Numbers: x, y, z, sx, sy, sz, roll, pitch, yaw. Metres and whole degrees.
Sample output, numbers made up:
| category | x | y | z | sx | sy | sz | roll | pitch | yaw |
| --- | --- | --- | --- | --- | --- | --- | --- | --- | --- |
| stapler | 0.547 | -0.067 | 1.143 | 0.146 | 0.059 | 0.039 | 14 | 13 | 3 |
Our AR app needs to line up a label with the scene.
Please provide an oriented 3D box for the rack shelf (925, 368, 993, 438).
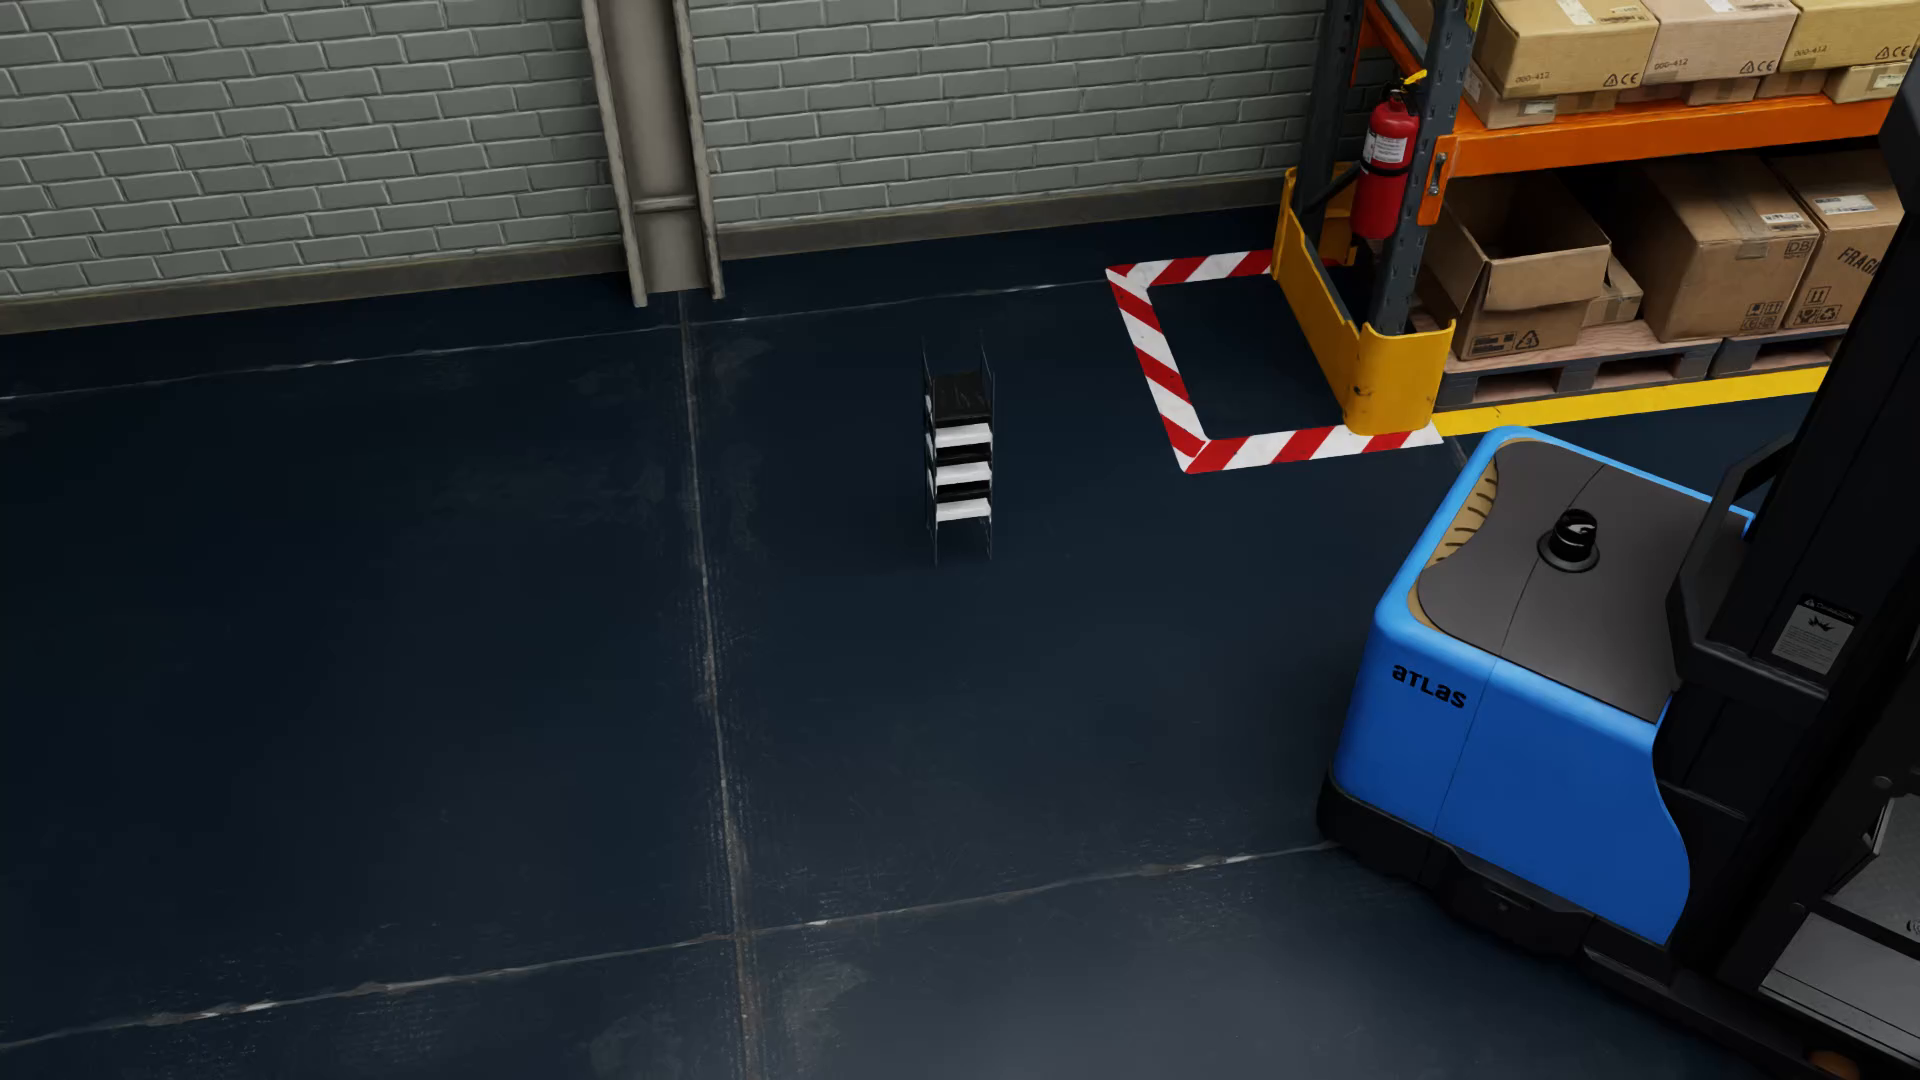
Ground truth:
| category | x | y | z | sx | sy | sz | roll | pitch | yaw |
| --- | --- | --- | --- | --- | --- | --- | --- | --- | --- |
| rack shelf | -0.008 | -0.475 | 5.755 | 0.200 | 0.077 | 0.258 | -7 | 46 | -7 |

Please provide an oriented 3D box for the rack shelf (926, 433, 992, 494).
| category | x | y | z | sx | sy | sz | roll | pitch | yaw |
| --- | --- | --- | --- | --- | --- | --- | --- | --- | --- |
| rack shelf | -0.008 | -0.288 | 5.949 | 0.200 | 0.077 | 0.258 | -7 | 46 | -7 |

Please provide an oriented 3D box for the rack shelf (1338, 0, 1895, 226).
| category | x | y | z | sx | sy | sz | roll | pitch | yaw |
| --- | --- | --- | --- | --- | --- | --- | --- | --- | --- |
| rack shelf | 3.534 | -1.871 | 6.470 | 4.000 | 0.370 | 1.077 | -7 | 46 | -7 |

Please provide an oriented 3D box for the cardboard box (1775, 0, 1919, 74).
| category | x | y | z | sx | sy | sz | roll | pitch | yaw |
| --- | --- | --- | --- | --- | --- | --- | --- | --- | --- |
| cardboard box | 3.052 | -1.918 | 5.912 | 0.500 | 0.250 | 0.500 | -8 | 47 | -8 |

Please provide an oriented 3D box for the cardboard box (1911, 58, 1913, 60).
| category | x | y | z | sx | sy | sz | roll | pitch | yaw |
| --- | --- | --- | --- | --- | --- | --- | --- | --- | --- |
| cardboard box | 3.468 | -1.804 | 6.079 | 0.250 | 0.149 | 0.380 | -6 | 46 | -6 |

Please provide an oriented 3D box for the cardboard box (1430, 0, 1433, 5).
| category | x | y | z | sx | sy | sz | roll | pitch | yaw |
| --- | --- | --- | --- | --- | --- | --- | --- | --- | --- |
| cardboard box | 1.971 | -2.172 | 6.157 | 0.500 | 0.250 | 0.500 | -6 | 46 | -6 |

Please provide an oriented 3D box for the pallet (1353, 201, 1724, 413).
| category | x | y | z | sx | sy | sz | roll | pitch | yaw |
| --- | --- | --- | --- | --- | --- | --- | --- | --- | --- |
| pallet | 2.424 | -1.016 | 7.082 | 1.213 | 0.211 | 1.003 | -7 | 46 | -7 |

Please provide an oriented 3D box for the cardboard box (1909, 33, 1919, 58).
| category | x | y | z | sx | sy | sz | roll | pitch | yaw |
| --- | --- | --- | --- | --- | --- | --- | --- | --- | --- |
| cardboard box | 3.552 | -1.996 | 5.988 | 0.500 | 0.250 | 0.500 | -8 | 47 | -8 |

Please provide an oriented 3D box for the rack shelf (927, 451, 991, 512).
| category | x | y | z | sx | sy | sz | roll | pitch | yaw |
| --- | --- | --- | --- | --- | --- | --- | --- | --- | --- |
| rack shelf | -0.008 | -0.226 | 6.014 | 0.200 | 0.077 | 0.258 | -7 | 46 | -7 |

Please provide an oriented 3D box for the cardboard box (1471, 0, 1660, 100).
| category | x | y | z | sx | sy | sz | roll | pitch | yaw |
| --- | --- | --- | --- | --- | --- | --- | --- | --- | --- |
| cardboard box | 2.056 | -1.791 | 5.790 | 0.500 | 0.250 | 0.500 | -7 | 46 | -7 |

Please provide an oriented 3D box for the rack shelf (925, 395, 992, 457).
| category | x | y | z | sx | sy | sz | roll | pitch | yaw |
| --- | --- | --- | --- | --- | --- | --- | --- | --- | --- |
| rack shelf | -0.008 | -0.413 | 5.819 | 0.200 | 0.077 | 0.258 | -7 | 46 | -7 |

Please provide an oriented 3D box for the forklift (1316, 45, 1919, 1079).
| category | x | y | z | sx | sy | sz | roll | pitch | yaw |
| --- | --- | --- | --- | --- | --- | --- | --- | --- | --- |
| forklift | 2.650 | 0.218 | 4.005 | 3.031 | 2.935 | 1.130 | 25 | 51 | 22 |

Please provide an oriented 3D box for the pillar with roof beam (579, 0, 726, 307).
| category | x | y | z | sx | sy | sz | roll | pitch | yaw |
| --- | --- | --- | --- | --- | --- | --- | --- | --- | --- |
| pillar with roof beam | -0.513 | -1.211 | 1.168 | 0.400 | 9.000 | 9.100 | -7 | 46 | -7 |

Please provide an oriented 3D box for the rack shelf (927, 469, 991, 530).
| category | x | y | z | sx | sy | sz | roll | pitch | yaw |
| --- | --- | --- | --- | --- | --- | --- | --- | --- | --- |
| rack shelf | -0.008 | -0.163 | 6.079 | 0.200 | 0.077 | 0.258 | -7 | 46 | -7 |

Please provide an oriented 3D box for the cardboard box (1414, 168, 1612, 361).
| category | x | y | z | sx | sy | sz | roll | pitch | yaw |
| --- | --- | --- | --- | --- | --- | --- | --- | --- | --- |
| cardboard box | 2.182 | -1.163 | 6.729 | 0.637 | 0.503 | 0.797 | -9 | 47 | -8 |

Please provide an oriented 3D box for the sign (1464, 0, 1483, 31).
| category | x | y | z | sx | sy | sz | roll | pitch | yaw |
| --- | --- | --- | --- | --- | --- | --- | --- | --- | --- |
| sign | 1.656 | -1.791 | 5.291 | 0.005 | 0.325 | 0.100 | -7 | 46 | -7 |

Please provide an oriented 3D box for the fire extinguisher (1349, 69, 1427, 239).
| category | x | y | z | sx | sy | sz | roll | pitch | yaw |
| --- | --- | --- | --- | --- | --- | --- | --- | --- | --- |
| fire extinguisher | 1.497 | -1.373 | 5.803 | 0.183 | 0.674 | 0.296 | -7 | 46 | -7 |

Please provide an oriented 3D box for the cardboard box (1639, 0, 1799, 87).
| category | x | y | z | sx | sy | sz | roll | pitch | yaw |
| --- | --- | --- | --- | --- | --- | --- | --- | --- | --- |
| cardboard box | 2.553 | -1.853 | 5.850 | 0.500 | 0.250 | 0.500 | -7 | 46 | -6 |

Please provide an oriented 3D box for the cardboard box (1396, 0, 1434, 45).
| category | x | y | z | sx | sy | sz | roll | pitch | yaw |
| --- | --- | --- | --- | --- | --- | --- | --- | --- | --- |
| cardboard box | 1.844 | -2.020 | 6.287 | 0.250 | 0.149 | 0.380 | -8 | 47 | -7 |

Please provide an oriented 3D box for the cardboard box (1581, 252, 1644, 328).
| category | x | y | z | sx | sy | sz | roll | pitch | yaw |
| --- | --- | --- | --- | --- | --- | --- | --- | --- | --- |
| cardboard box | 2.607 | -1.065 | 6.881 | 0.250 | 0.149 | 0.380 | -9 | 47 | -8 |

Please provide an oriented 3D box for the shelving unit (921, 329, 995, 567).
| category | x | y | z | sx | sy | sz | roll | pitch | yaw |
| --- | --- | --- | --- | --- | --- | --- | --- | --- | --- |
| shelving unit | -0.008 | -0.311 | 5.925 | 0.210 | 0.900 | 0.258 | -7 | 46 | -7 |

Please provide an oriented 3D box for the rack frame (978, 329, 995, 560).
| category | x | y | z | sx | sy | sz | roll | pitch | yaw |
| --- | --- | --- | --- | --- | --- | --- | --- | --- | --- |
| rack frame | 0.092 | -0.324 | 5.937 | 0.006 | 0.900 | 0.240 | -7 | 46 | -7 |

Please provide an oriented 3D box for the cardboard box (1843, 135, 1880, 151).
| category | x | y | z | sx | sy | sz | roll | pitch | yaw |
| --- | --- | --- | --- | --- | --- | --- | --- | --- | --- |
| cardboard box | 4.054 | -1.367 | 6.928 | 0.500 | 0.500 | 0.700 | -9 | 47 | -8 |

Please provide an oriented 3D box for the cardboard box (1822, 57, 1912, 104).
| category | x | y | z | sx | sy | sz | roll | pitch | yaw |
| --- | --- | --- | --- | --- | --- | --- | --- | --- | --- |
| cardboard box | 3.212 | -1.757 | 6.034 | 0.250 | 0.149 | 0.380 | -8 | 47 | -8 |

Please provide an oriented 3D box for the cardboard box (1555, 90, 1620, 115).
| category | x | y | z | sx | sy | sz | roll | pitch | yaw |
| --- | --- | --- | --- | --- | --- | --- | --- | --- | --- |
| cardboard box | 2.177 | -1.698 | 5.978 | 0.250 | 0.149 | 0.380 | -6 | 46 | -6 |

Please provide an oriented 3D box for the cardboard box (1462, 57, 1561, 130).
| category | x | y | z | sx | sy | sz | roll | pitch | yaw |
| --- | --- | --- | --- | --- | --- | --- | --- | --- | --- |
| cardboard box | 1.934 | -1.634 | 5.916 | 0.250 | 0.149 | 0.380 | -7 | 47 | -7 |

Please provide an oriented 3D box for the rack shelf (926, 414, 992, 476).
| category | x | y | z | sx | sy | sz | roll | pitch | yaw |
| --- | --- | --- | --- | --- | --- | --- | --- | --- | --- |
| rack shelf | -0.008 | -0.351 | 5.884 | 0.200 | 0.077 | 0.258 | -7 | 46 | -7 |

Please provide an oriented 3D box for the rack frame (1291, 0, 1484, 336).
| category | x | y | z | sx | sy | sz | roll | pitch | yaw |
| --- | --- | --- | --- | --- | --- | --- | --- | --- | --- |
| rack frame | 1.563 | -1.876 | 5.974 | 0.127 | 3.000 | 1.000 | -7 | 46 | -7 |

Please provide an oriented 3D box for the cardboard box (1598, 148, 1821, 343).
| category | x | y | z | sx | sy | sz | roll | pitch | yaw |
| --- | --- | --- | --- | --- | --- | --- | --- | --- | --- |
| cardboard box | 3.031 | -1.239 | 6.805 | 0.500 | 0.500 | 0.700 | -5 | 46 | -5 |

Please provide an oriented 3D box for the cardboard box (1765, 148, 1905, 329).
| category | x | y | z | sx | sy | sz | roll | pitch | yaw |
| --- | --- | --- | --- | --- | --- | --- | --- | --- | --- |
| cardboard box | 3.569 | -1.233 | 6.799 | 0.500 | 0.500 | 0.500 | -6 | 46 | -6 |

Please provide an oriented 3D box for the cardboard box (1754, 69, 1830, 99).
| category | x | y | z | sx | sy | sz | roll | pitch | yaw |
| --- | --- | --- | --- | --- | --- | --- | --- | --- | --- |
| cardboard box | 2.950 | -1.779 | 6.056 | 0.250 | 0.149 | 0.380 | -6 | 46 | -6 |

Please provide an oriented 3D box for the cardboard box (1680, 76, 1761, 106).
| category | x | y | z | sx | sy | sz | roll | pitch | yaw |
| --- | --- | --- | --- | --- | --- | --- | --- | --- | --- |
| cardboard box | 2.689 | -1.743 | 6.020 | 0.250 | 0.149 | 0.380 | -6 | 46 | -6 |

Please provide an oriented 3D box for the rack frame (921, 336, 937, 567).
| category | x | y | z | sx | sy | sz | roll | pitch | yaw |
| --- | --- | --- | --- | --- | --- | --- | --- | --- | --- |
| rack frame | -0.108 | -0.299 | 5.913 | 0.006 | 0.900 | 0.240 | -7 | 46 | -7 |

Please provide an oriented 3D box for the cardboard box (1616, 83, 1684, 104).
| category | x | y | z | sx | sy | sz | roll | pitch | yaw |
| --- | --- | --- | --- | --- | --- | --- | --- | --- | --- |
| cardboard box | 2.430 | -1.755 | 6.032 | 0.250 | 0.149 | 0.380 | -8 | 47 | -7 |

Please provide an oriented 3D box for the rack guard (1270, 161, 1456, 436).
| category | x | y | z | sx | sy | sz | roll | pitch | yaw |
| --- | --- | --- | --- | --- | --- | --- | --- | --- | --- |
| rack guard | 1.638 | -1.018 | 6.883 | 0.348 | 0.500 | 1.175 | -7 | 46 | -7 |

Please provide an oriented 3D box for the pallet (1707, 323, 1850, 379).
| category | x | y | z | sx | sy | sz | roll | pitch | yaw |
| --- | --- | --- | --- | --- | --- | --- | --- | --- | --- |
| pallet | 3.623 | -1.163 | 7.224 | 1.213 | 0.211 | 1.003 | -7 | 46 | -7 |
